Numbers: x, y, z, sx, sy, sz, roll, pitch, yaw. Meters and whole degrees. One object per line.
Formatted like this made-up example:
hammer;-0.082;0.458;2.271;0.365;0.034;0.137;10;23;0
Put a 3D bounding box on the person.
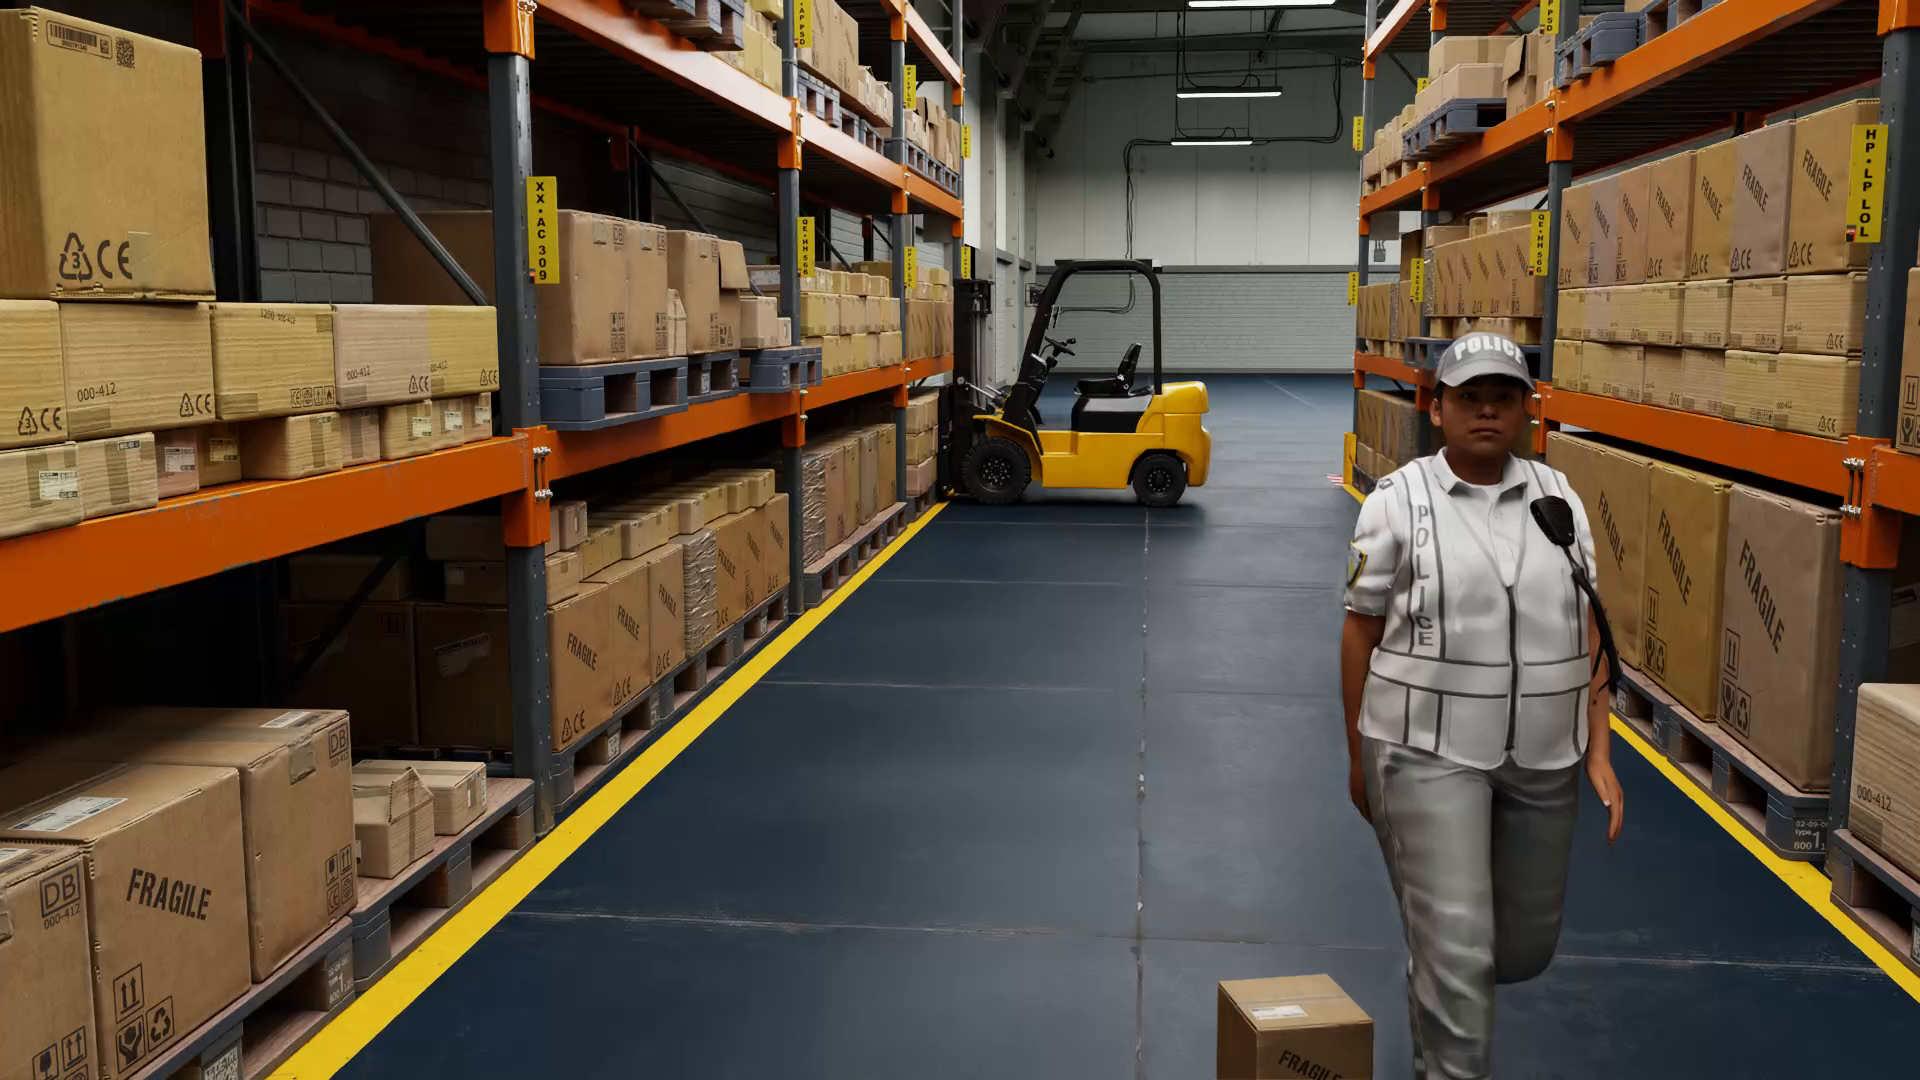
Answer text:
person;1.000;0.409;3.242;0.475;1.616;0.914;-1;8;-6
